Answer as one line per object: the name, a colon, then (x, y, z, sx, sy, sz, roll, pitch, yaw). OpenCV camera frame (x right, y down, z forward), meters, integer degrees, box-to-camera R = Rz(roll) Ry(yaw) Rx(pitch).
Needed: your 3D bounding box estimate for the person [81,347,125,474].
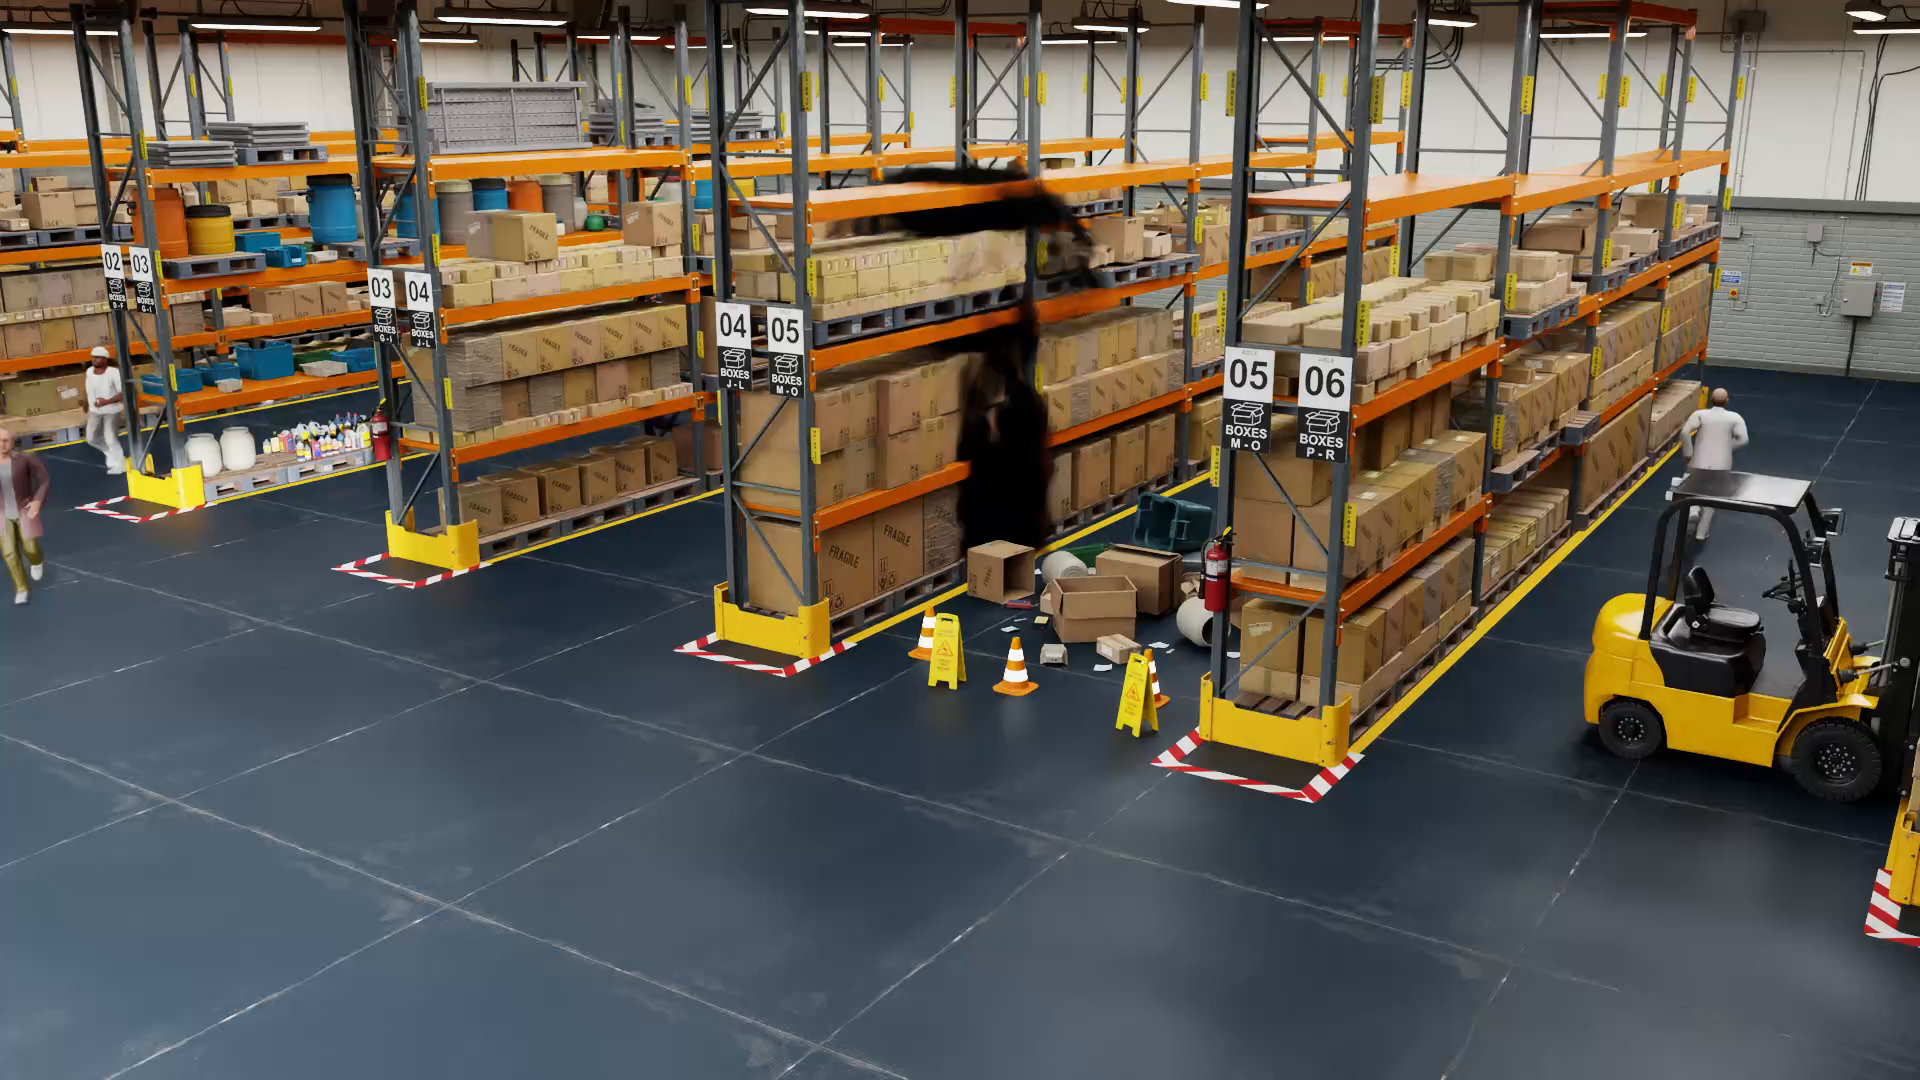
person: (-11.405, -1.709, 22.140, 0.686, 1.728, 0.591, 2, 16, 8)

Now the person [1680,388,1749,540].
person: (8.669, -0.896, 19.177, 0.714, 1.742, 0.635, 8, 17, 26)

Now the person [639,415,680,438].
person: (-4.327, -2.036, 23.712, 0.594, 1.516, 0.599, 11, 19, 34)

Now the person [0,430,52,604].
person: (-9.610, -0.262, 16.896, 0.747, 1.741, 0.761, -6, 17, -21)
